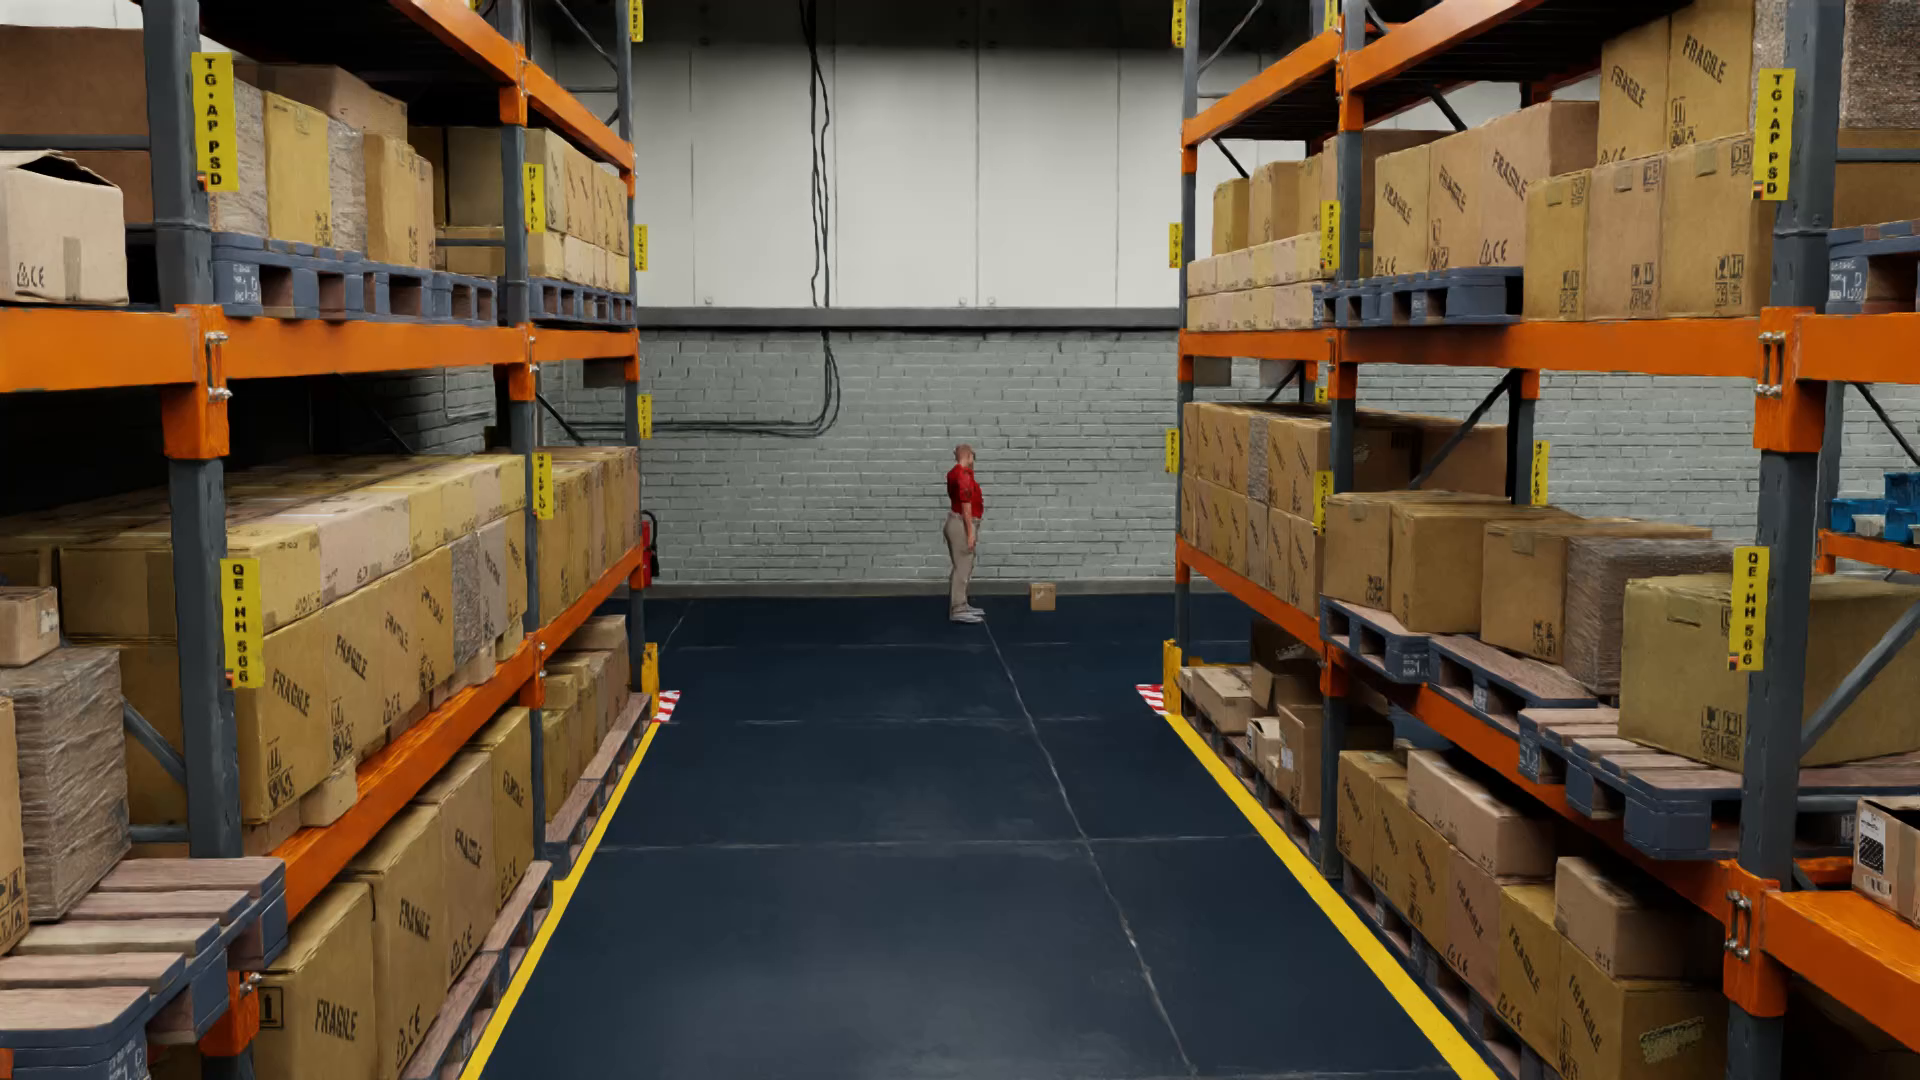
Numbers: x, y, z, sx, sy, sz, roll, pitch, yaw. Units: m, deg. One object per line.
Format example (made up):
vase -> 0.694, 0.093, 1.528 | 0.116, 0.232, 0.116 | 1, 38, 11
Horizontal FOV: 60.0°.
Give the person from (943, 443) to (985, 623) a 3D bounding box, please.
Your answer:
person -> 0.061, -0.084, 16.317 | 0.418, 1.731, 0.583 | -2, 7, -13
